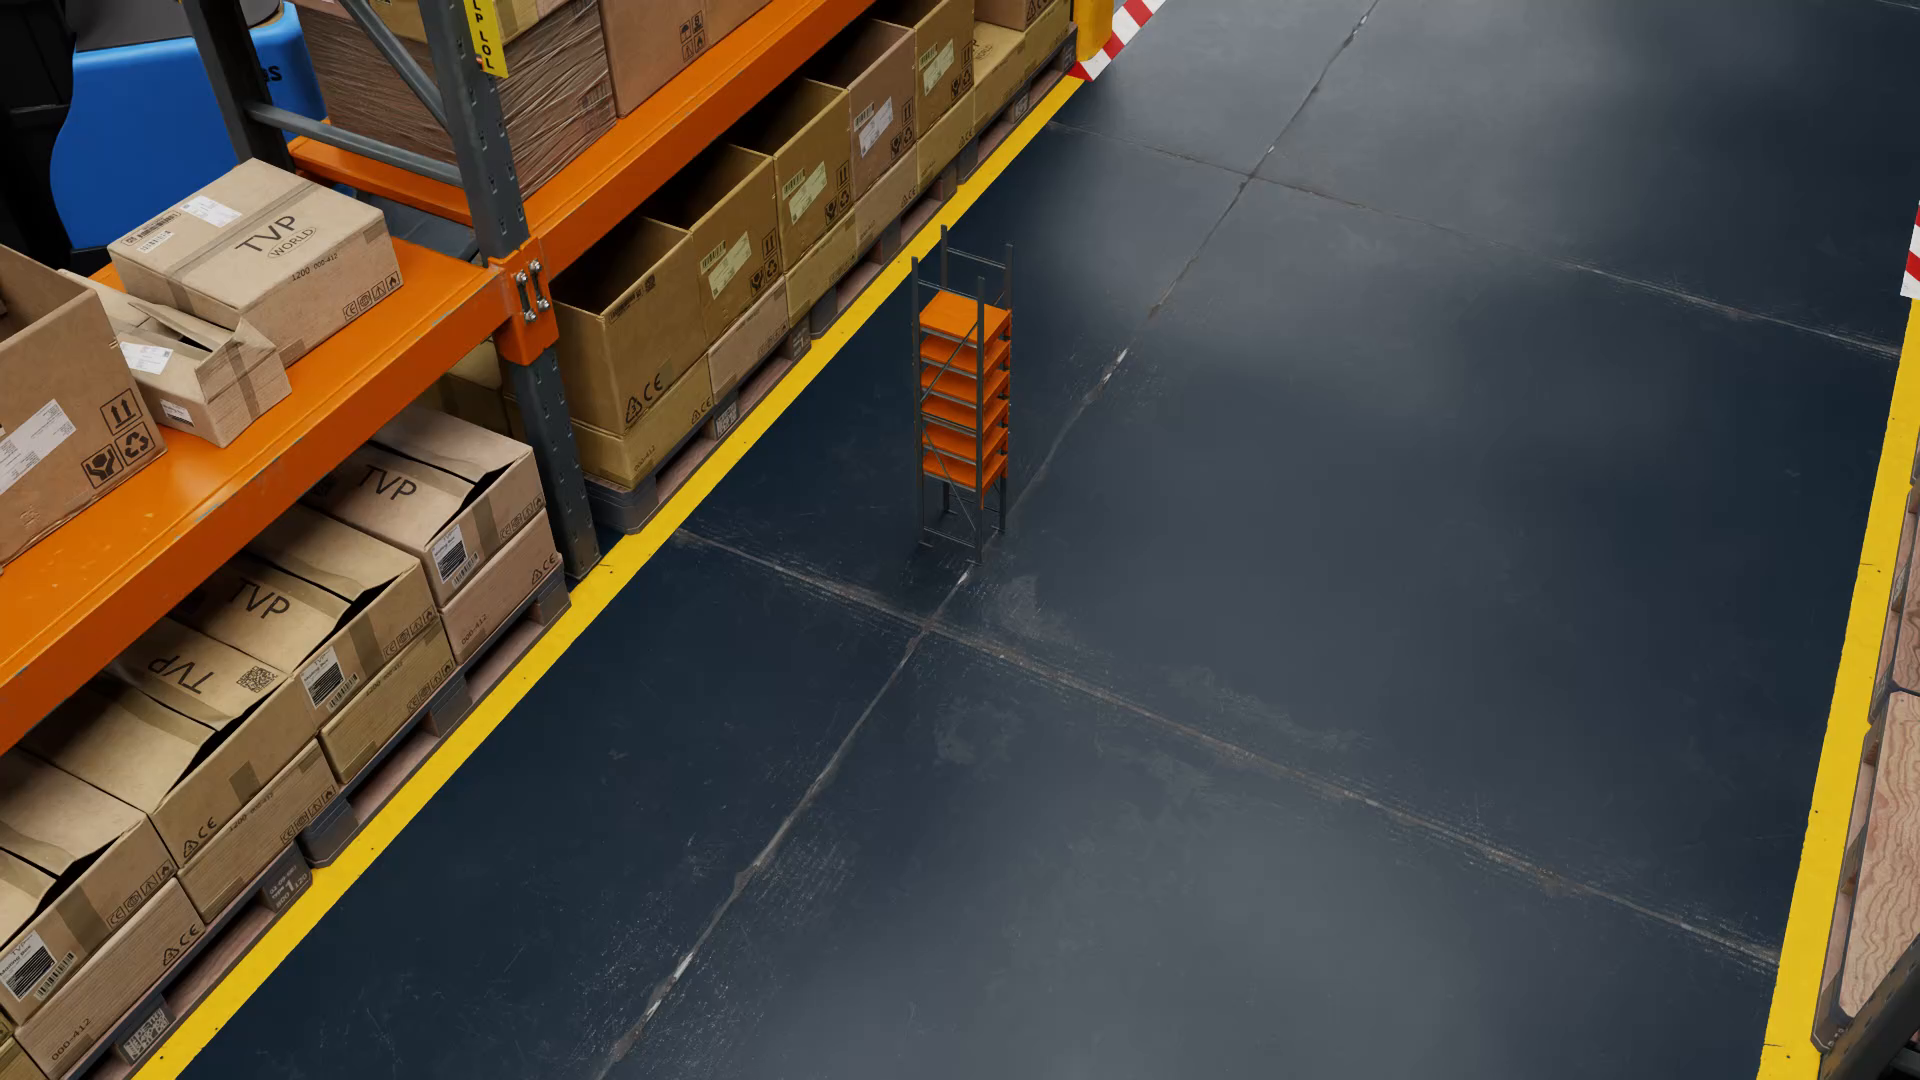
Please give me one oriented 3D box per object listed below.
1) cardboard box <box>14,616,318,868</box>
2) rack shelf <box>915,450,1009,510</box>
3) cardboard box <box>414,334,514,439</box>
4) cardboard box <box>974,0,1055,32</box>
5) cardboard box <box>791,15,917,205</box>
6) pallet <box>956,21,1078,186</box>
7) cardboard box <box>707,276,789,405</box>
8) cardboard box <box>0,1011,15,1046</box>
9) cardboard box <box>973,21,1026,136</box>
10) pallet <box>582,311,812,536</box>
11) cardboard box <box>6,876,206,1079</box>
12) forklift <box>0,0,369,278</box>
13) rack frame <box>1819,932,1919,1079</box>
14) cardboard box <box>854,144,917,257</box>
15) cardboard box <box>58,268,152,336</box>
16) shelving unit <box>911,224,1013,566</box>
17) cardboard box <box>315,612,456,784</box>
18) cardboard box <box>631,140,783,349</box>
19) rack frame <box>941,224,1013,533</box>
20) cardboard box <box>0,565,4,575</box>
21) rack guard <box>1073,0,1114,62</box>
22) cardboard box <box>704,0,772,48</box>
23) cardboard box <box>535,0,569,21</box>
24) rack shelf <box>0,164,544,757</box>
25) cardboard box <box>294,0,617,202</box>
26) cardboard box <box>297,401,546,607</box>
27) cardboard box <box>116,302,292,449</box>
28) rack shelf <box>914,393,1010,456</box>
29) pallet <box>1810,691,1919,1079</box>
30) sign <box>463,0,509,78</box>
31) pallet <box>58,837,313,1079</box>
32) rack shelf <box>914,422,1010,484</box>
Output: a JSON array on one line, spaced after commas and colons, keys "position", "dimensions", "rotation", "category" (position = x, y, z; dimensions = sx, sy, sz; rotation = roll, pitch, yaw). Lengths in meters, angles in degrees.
[{"position": [-2.098, 0.500, 4.391], "dimensions": [0.500, 0.311, 0.500], "rotation": [20, 49, 19], "category": "cardboard box"}, {"position": [0.007, -0.231, 5.535], "dimensions": [0.258, 0.103, 0.180], "rotation": [20, 49, 19], "category": "rack shelf"}, {"position": [-1.673, -0.661, 5.932], "dimensions": [0.500, 0.250, 0.500], "rotation": [20, 49, 19], "category": "cardboard box"}, {"position": [0.177, -2.644, 7.365], "dimensions": [0.500, 0.500, 0.500], "rotation": [20, 49, 19], "category": "cardboard box"}, {"position": [-0.507, -1.695, 6.426], "dimensions": [0.500, 0.500, 0.500], "rotation": [20, 49, 19], "category": "cardboard box"}, {"position": [-0.155, -2.160, 7.736], "dimensions": [1.003, 0.211, 1.213], "rotation": [20, 49, 19], "category": "pallet"}, {"position": [-0.974, -0.802, 6.071], "dimensions": [0.500, 0.250, 0.500], "rotation": [20, 49, 19], "category": "cardboard box"}, {"position": [-2.573, 1.139, 3.759], "dimensions": [0.500, 0.311, 0.500], "rotation": [19, 48, 18], "category": "cardboard box"}, {"position": [-0.046, -2.062, 7.317], "dimensions": [0.500, 0.250, 0.500], "rotation": [20, 49, 19], "category": "cardboard box"}, {"position": [-1.288, -0.622, 6.217], "dimensions": [1.003, 0.211, 1.213], "rotation": [20, 49, 19], "category": "pallet"}, {"position": [-2.341, 1.021, 4.270], "dimensions": [0.500, 0.250, 0.500], "rotation": [21, 49, 20], "category": "cardboard box"}, {"position": [-3.998, -2.189, 5.853], "dimensions": [3.031, 2.935, 1.130], "rotation": [-12, 47, -11], "category": "forklift"}, {"position": [2.695, 0.518, 3.129], "dimensions": [1.000, 3.000, 0.127], "rotation": [20, 49, 19], "category": "rack frame"}, {"position": [-0.510, -1.432, 6.694], "dimensions": [0.500, 0.250, 0.500], "rotation": [20, 49, 19], "category": "cardboard box"}, {"position": [-2.287, -0.536, 4.348], "dimensions": [0.380, 0.149, 0.250], "rotation": [20, 49, 19], "category": "cardboard box"}, {"position": [0.007, -0.431, 5.332], "dimensions": [0.258, 1.200, 0.189], "rotation": [20, 49, 19], "category": "shelving unit"}, {"position": [-1.866, 0.379, 4.905], "dimensions": [0.500, 0.250, 0.500], "rotation": [20, 49, 18], "category": "cardboard box"}, {"position": [-0.977, -1.066, 5.806], "dimensions": [0.500, 0.500, 0.500], "rotation": [20, 49, 19], "category": "cardboard box"}, {"position": [0.049, -0.489, 5.389], "dimensions": [0.240, 1.200, 0.006], "rotation": [20, 49, 19], "category": "rack frame"}, {"position": [-2.542, -0.025, 3.595], "dimensions": [0.500, 0.500, 0.500], "rotation": [21, 49, 19], "category": "cardboard box"}, {"position": [0.174, -2.772, 8.138], "dimensions": [1.175, 0.500, 0.348], "rotation": [20, 49, 19], "category": "rack guard"}, {"position": [-1.018, -2.081, 5.628], "dimensions": [0.700, 0.500, 0.500], "rotation": [21, 49, 20], "category": "cardboard box"}, {"position": [-1.282, -1.642, 4.738], "dimensions": [0.380, 0.149, 0.250], "rotation": [21, 49, 20], "category": "cardboard box"}, {"position": [-2.623, 0.397, 3.754], "dimensions": [1.077, 0.370, 4.000], "rotation": [20, 49, 19], "category": "rack shelf"}, {"position": [-1.494, -1.432, 4.986], "dimensions": [0.700, 0.500, 0.500], "rotation": [19, 48, 18], "category": "cardboard box"}, {"position": [-1.628, -0.144, 5.027], "dimensions": [0.500, 0.311, 0.500], "rotation": [20, 49, 19], "category": "cardboard box"}, {"position": [-1.940, -0.454, 4.184], "dimensions": [0.396, 0.266, 0.258], "rotation": [19, 48, 18], "category": "cardboard box"}, {"position": [0.007, -0.400, 5.364], "dimensions": [0.258, 0.103, 0.180], "rotation": [20, 49, 19], "category": "rack shelf"}, {"position": [2.976, 1.063, 4.551], "dimensions": [1.003, 0.211, 1.213], "rotation": [20, 49, 19], "category": "pallet"}, {"position": [-1.209, -1.322, 4.189], "dimensions": [0.100, 0.325, 0.005], "rotation": [20, 49, 19], "category": "sign"}, {"position": [-2.567, 1.113, 4.501], "dimensions": [1.003, 0.211, 1.213], "rotation": [20, 49, 19], "category": "pallet"}, {"position": [0.007, -0.315, 5.449], "dimensions": [0.258, 0.103, 0.180], "rotation": [20, 49, 19], "category": "rack shelf"}]
